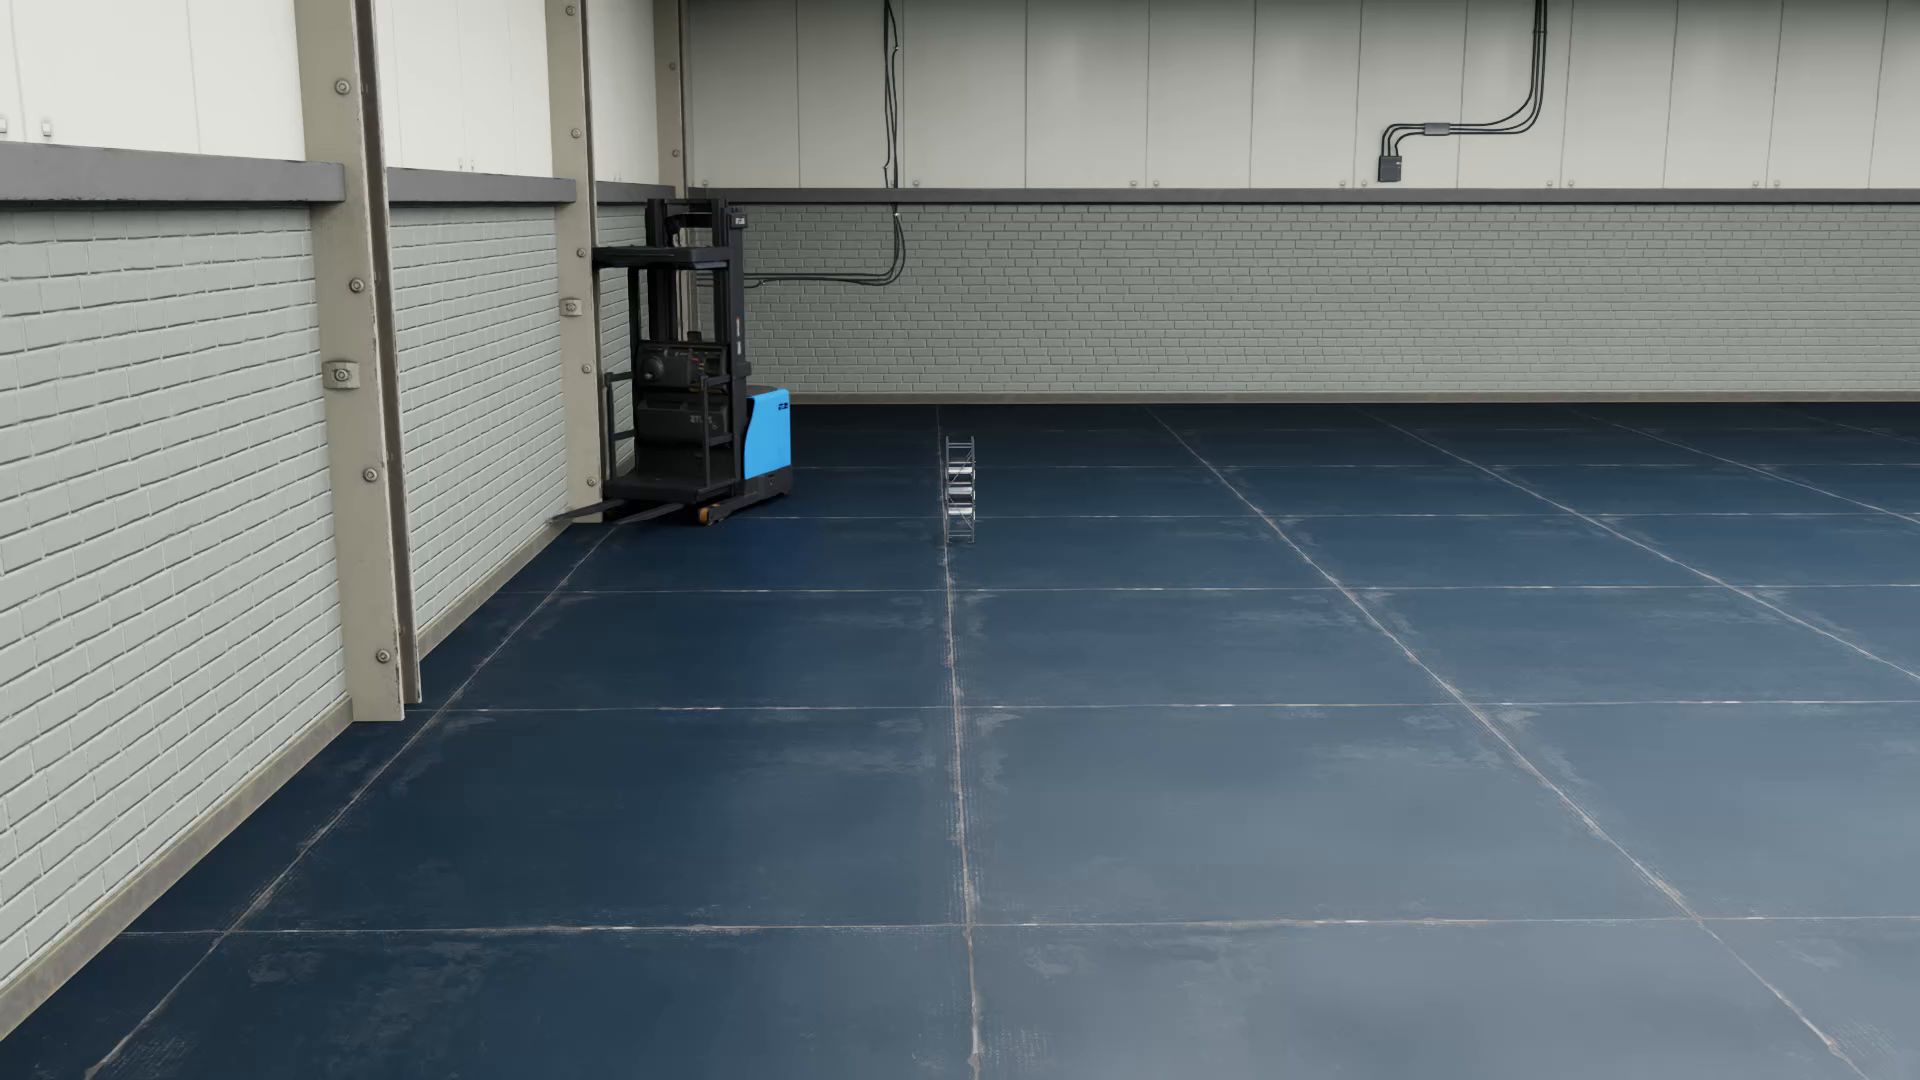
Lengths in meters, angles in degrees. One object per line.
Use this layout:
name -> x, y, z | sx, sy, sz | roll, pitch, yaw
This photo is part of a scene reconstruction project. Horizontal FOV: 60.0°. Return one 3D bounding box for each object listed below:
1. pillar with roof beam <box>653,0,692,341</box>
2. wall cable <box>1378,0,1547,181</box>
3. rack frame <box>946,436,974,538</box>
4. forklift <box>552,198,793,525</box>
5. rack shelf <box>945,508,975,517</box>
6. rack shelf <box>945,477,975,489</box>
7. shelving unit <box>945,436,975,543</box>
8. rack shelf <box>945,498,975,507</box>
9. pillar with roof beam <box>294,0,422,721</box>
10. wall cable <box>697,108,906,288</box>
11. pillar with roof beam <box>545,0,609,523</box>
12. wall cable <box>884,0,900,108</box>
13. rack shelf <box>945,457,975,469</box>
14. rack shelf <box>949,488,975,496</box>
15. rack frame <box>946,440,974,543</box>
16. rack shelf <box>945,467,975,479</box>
pillar with roof beam -> 0.715, -5.821, 20.619 | 9.100, 9.000, 0.400 | 0, 11, -1
wall cable -> 7.164, -8.097, 23.284 | 2.305, 6.003, 0.169 | 0, 11, -1
rack frame -> -0.002, -0.460, 14.561 | 0.240, 0.900, 0.006 | 0, 11, -1
forklift -> -2.681, -1.660, 15.371 | 1.130, 2.935, 3.031 | 4, 12, 20
rack shelf -> 0.000, -0.230, 14.504 | 0.258, 0.077, 0.200 | 0, 11, -1
rack shelf -> 0.000, -0.495, 14.450 | 0.258, 0.077, 0.200 | 0, 11, -1
shelving unit -> 0.000, -0.439, 14.462 | 0.258, 0.900, 0.210 | 0, 11, -1
rack shelf -> 0.000, -0.319, 14.486 | 0.258, 0.077, 0.200 | 0, 11, -1
pillar with roof beam -> 0.963, -3.436, 8.862 | 9.100, 9.000, 0.400 | 0, 11, -1
wall cable -> -2.328, -4.873, 23.754 | 3.097, 2.526, 0.112 | 0, 11, -1
pillar with roof beam -> 0.839, -4.628, 14.740 | 9.100, 9.000, 0.400 | 0, 11, -1
wall cable -> 0.377, -7.359, 23.307 | 3.097, 2.526, 0.112 | 0, 11, -1
rack shelf -> 0.000, -0.671, 14.415 | 0.258, 0.077, 0.200 | 0, 11, -1
rack shelf -> 0.000, -0.407, 14.468 | 0.258, 0.077, 0.200 | 0, 11, -1
rack frame -> 0.002, -0.419, 14.362 | 0.240, 0.900, 0.006 | 0, 11, -1
rack shelf -> 0.000, -0.583, 14.433 | 0.258, 0.077, 0.200 | 0, 11, -1
